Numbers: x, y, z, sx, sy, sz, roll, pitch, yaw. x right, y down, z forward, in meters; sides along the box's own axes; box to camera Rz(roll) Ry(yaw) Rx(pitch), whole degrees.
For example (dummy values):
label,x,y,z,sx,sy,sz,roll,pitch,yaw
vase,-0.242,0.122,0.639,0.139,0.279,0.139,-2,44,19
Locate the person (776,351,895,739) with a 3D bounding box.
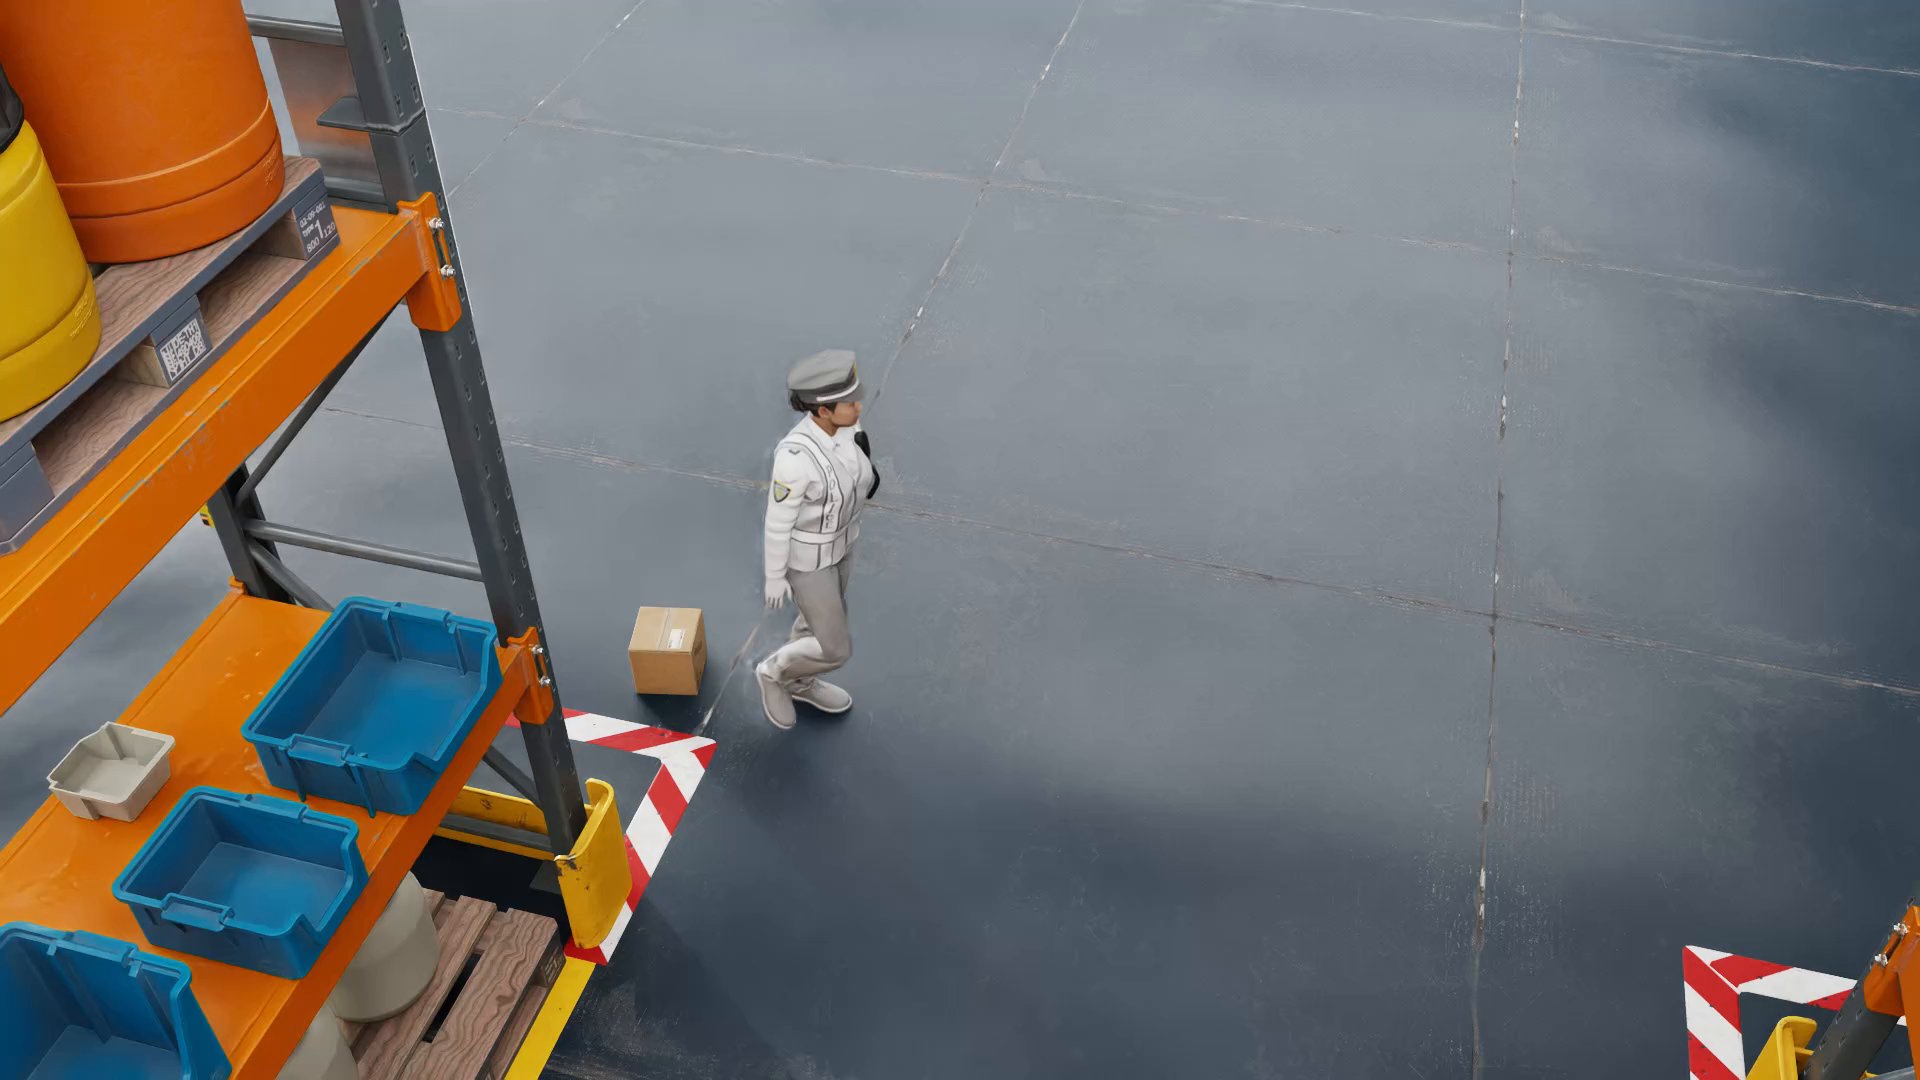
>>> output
label,x,y,z,sx,sy,sz,roll,pitch,yaw
person,-0.470,0.024,6.094,0.455,1.664,0.510,13,43,15
